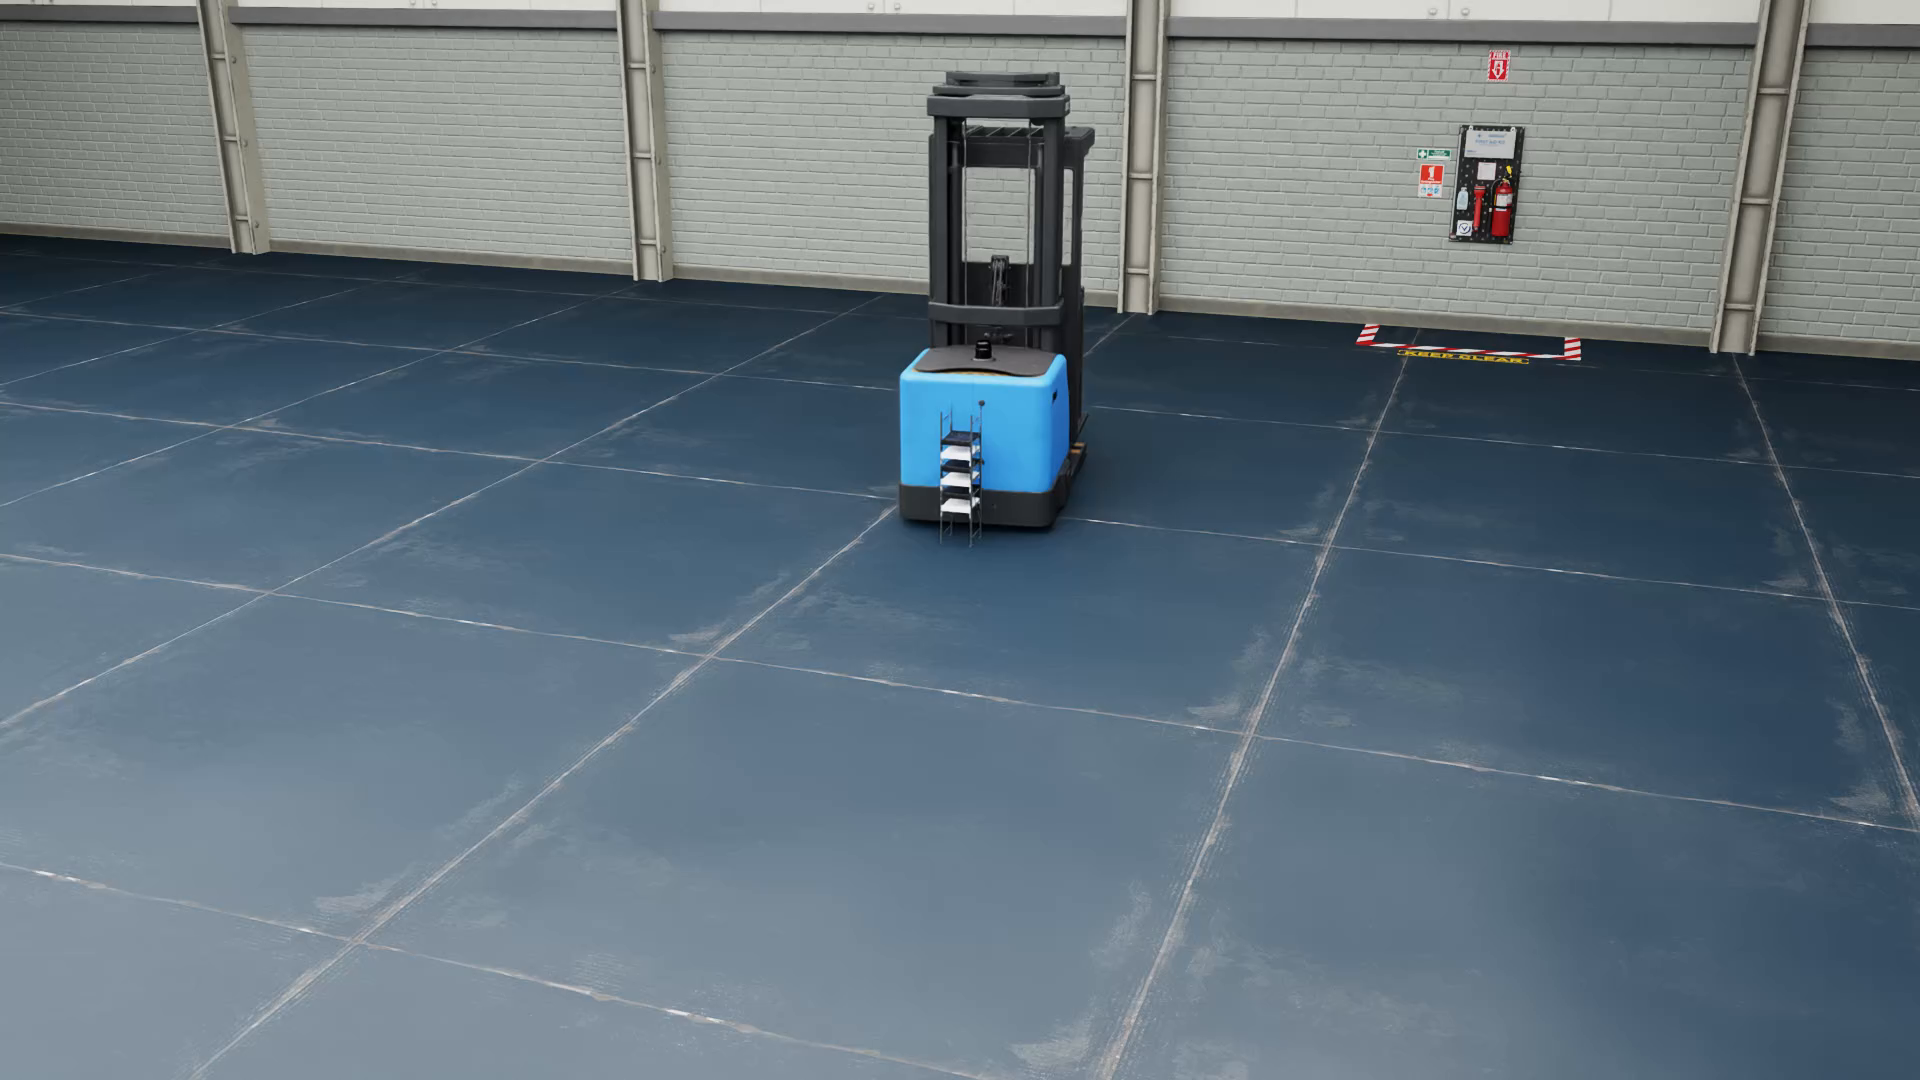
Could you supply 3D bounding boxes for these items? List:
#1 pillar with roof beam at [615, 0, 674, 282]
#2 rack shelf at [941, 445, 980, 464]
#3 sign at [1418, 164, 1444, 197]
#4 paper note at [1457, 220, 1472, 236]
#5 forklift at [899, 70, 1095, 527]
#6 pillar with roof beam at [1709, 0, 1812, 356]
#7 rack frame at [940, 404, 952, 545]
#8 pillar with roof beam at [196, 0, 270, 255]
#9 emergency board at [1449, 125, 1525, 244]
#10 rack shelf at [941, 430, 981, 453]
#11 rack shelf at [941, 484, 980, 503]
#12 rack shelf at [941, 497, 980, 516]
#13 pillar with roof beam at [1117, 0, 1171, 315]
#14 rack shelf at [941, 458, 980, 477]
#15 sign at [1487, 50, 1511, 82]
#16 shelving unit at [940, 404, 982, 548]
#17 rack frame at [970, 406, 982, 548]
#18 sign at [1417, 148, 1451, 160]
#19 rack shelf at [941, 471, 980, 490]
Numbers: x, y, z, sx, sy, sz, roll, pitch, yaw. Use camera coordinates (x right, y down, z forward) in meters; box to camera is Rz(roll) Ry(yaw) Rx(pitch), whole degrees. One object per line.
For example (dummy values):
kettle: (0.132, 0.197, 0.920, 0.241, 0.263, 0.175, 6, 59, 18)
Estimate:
pillar with roof beam: (-5.121, -6.078, 14.840, 0.400, 9.000, 9.100, 7, 20, 18)
rack shelf: (0.007, -0.560, 10.871, 0.200, 0.077, 0.258, 6, 20, 16)
sign: (4.817, -3.675, 17.007, 0.234, 0.329, 0.001, 7, 20, 18)
paper note: (5.161, -3.191, 17.010, 0.142, 0.148, 0.016, 7, 20, 18)
forklift: (0.368, -1.918, 12.126, 1.130, 2.935, 3.031, 4, 20, 10)
pillar with roof beam: (6.215, -4.781, 11.122, 0.400, 9.000, 9.100, 7, 20, 18)
rack frame: (-0.090, -0.431, 10.947, 0.006, 0.900, 0.240, 6, 20, 16)
pillar with roof beam: (-10.788, -6.726, 16.700, 0.400, 9.000, 9.100, 7, 20, 18)
emergency board: (5.306, -3.566, 16.749, 0.643, 1.169, 0.194, 7, 20, 18)
rack shelf: (0.007, -0.645, 10.841, 0.200, 0.077, 0.258, 6, 20, 16)
rack shelf: (0.007, -0.305, 10.960, 0.200, 0.077, 0.258, 6, 20, 16)
rack shelf: (0.007, -0.220, 10.989, 0.200, 0.077, 0.258, 6, 20, 16)
pillar with roof beam: (0.547, -5.430, 12.981, 0.400, 9.000, 9.100, 7, 20, 18)
rack shelf: (0.007, -0.475, 10.900, 0.200, 0.077, 0.258, 6, 20, 16)
sign: (5.331, -4.692, 16.459, 0.199, 0.298, 0.001, 7, 20, 18)
shelving unit: (0.007, -0.422, 10.919, 0.210, 0.900, 0.258, 6, 20, 16)
rack frame: (0.104, -0.412, 10.891, 0.006, 0.900, 0.240, 6, 20, 16)
sign: (4.819, -3.922, 16.910, 0.331, 0.109, 0.001, 7, 20, 18)
rack shelf: (0.007, -0.390, 10.930, 0.200, 0.077, 0.258, 6, 20, 16)
